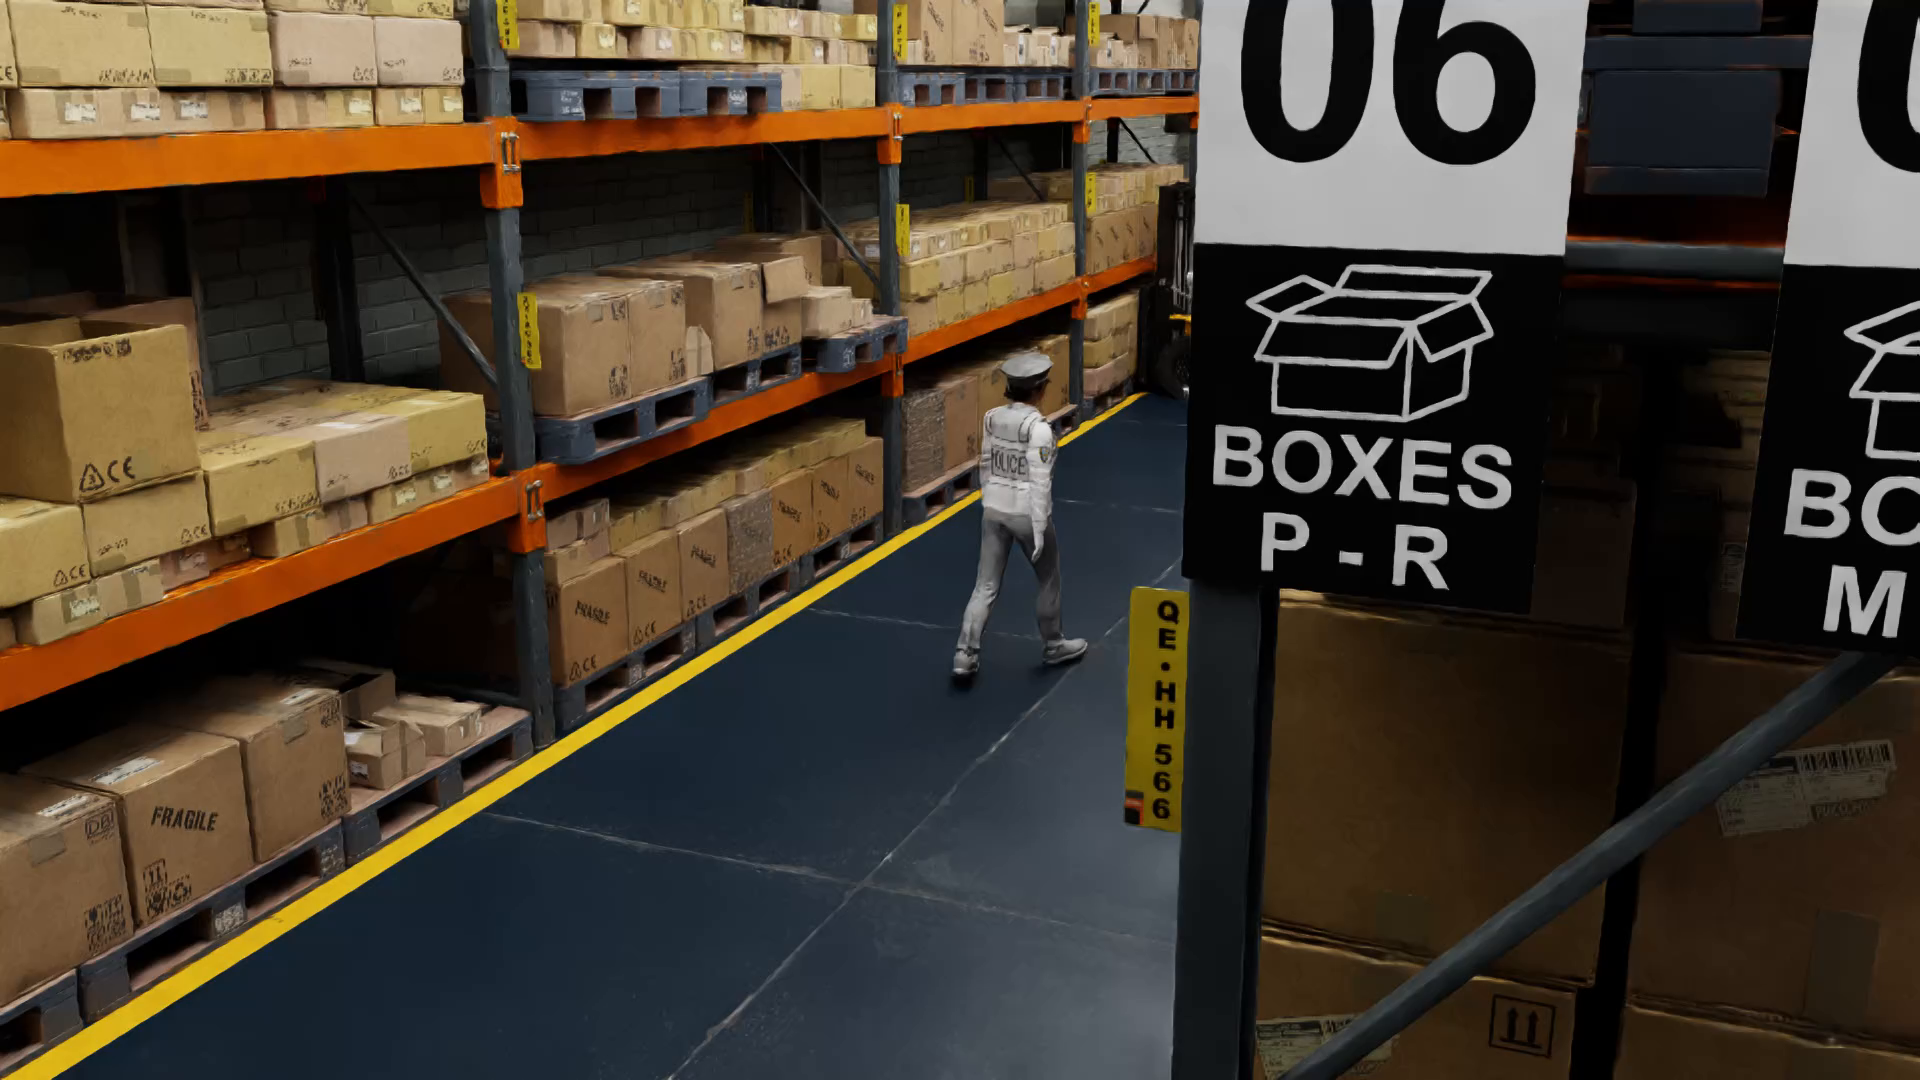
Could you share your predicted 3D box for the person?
[{"bbox_3d":[0.286,-0.123,8.455,0.503,1.640,0.884,14,21,40],"label":"person"}]
